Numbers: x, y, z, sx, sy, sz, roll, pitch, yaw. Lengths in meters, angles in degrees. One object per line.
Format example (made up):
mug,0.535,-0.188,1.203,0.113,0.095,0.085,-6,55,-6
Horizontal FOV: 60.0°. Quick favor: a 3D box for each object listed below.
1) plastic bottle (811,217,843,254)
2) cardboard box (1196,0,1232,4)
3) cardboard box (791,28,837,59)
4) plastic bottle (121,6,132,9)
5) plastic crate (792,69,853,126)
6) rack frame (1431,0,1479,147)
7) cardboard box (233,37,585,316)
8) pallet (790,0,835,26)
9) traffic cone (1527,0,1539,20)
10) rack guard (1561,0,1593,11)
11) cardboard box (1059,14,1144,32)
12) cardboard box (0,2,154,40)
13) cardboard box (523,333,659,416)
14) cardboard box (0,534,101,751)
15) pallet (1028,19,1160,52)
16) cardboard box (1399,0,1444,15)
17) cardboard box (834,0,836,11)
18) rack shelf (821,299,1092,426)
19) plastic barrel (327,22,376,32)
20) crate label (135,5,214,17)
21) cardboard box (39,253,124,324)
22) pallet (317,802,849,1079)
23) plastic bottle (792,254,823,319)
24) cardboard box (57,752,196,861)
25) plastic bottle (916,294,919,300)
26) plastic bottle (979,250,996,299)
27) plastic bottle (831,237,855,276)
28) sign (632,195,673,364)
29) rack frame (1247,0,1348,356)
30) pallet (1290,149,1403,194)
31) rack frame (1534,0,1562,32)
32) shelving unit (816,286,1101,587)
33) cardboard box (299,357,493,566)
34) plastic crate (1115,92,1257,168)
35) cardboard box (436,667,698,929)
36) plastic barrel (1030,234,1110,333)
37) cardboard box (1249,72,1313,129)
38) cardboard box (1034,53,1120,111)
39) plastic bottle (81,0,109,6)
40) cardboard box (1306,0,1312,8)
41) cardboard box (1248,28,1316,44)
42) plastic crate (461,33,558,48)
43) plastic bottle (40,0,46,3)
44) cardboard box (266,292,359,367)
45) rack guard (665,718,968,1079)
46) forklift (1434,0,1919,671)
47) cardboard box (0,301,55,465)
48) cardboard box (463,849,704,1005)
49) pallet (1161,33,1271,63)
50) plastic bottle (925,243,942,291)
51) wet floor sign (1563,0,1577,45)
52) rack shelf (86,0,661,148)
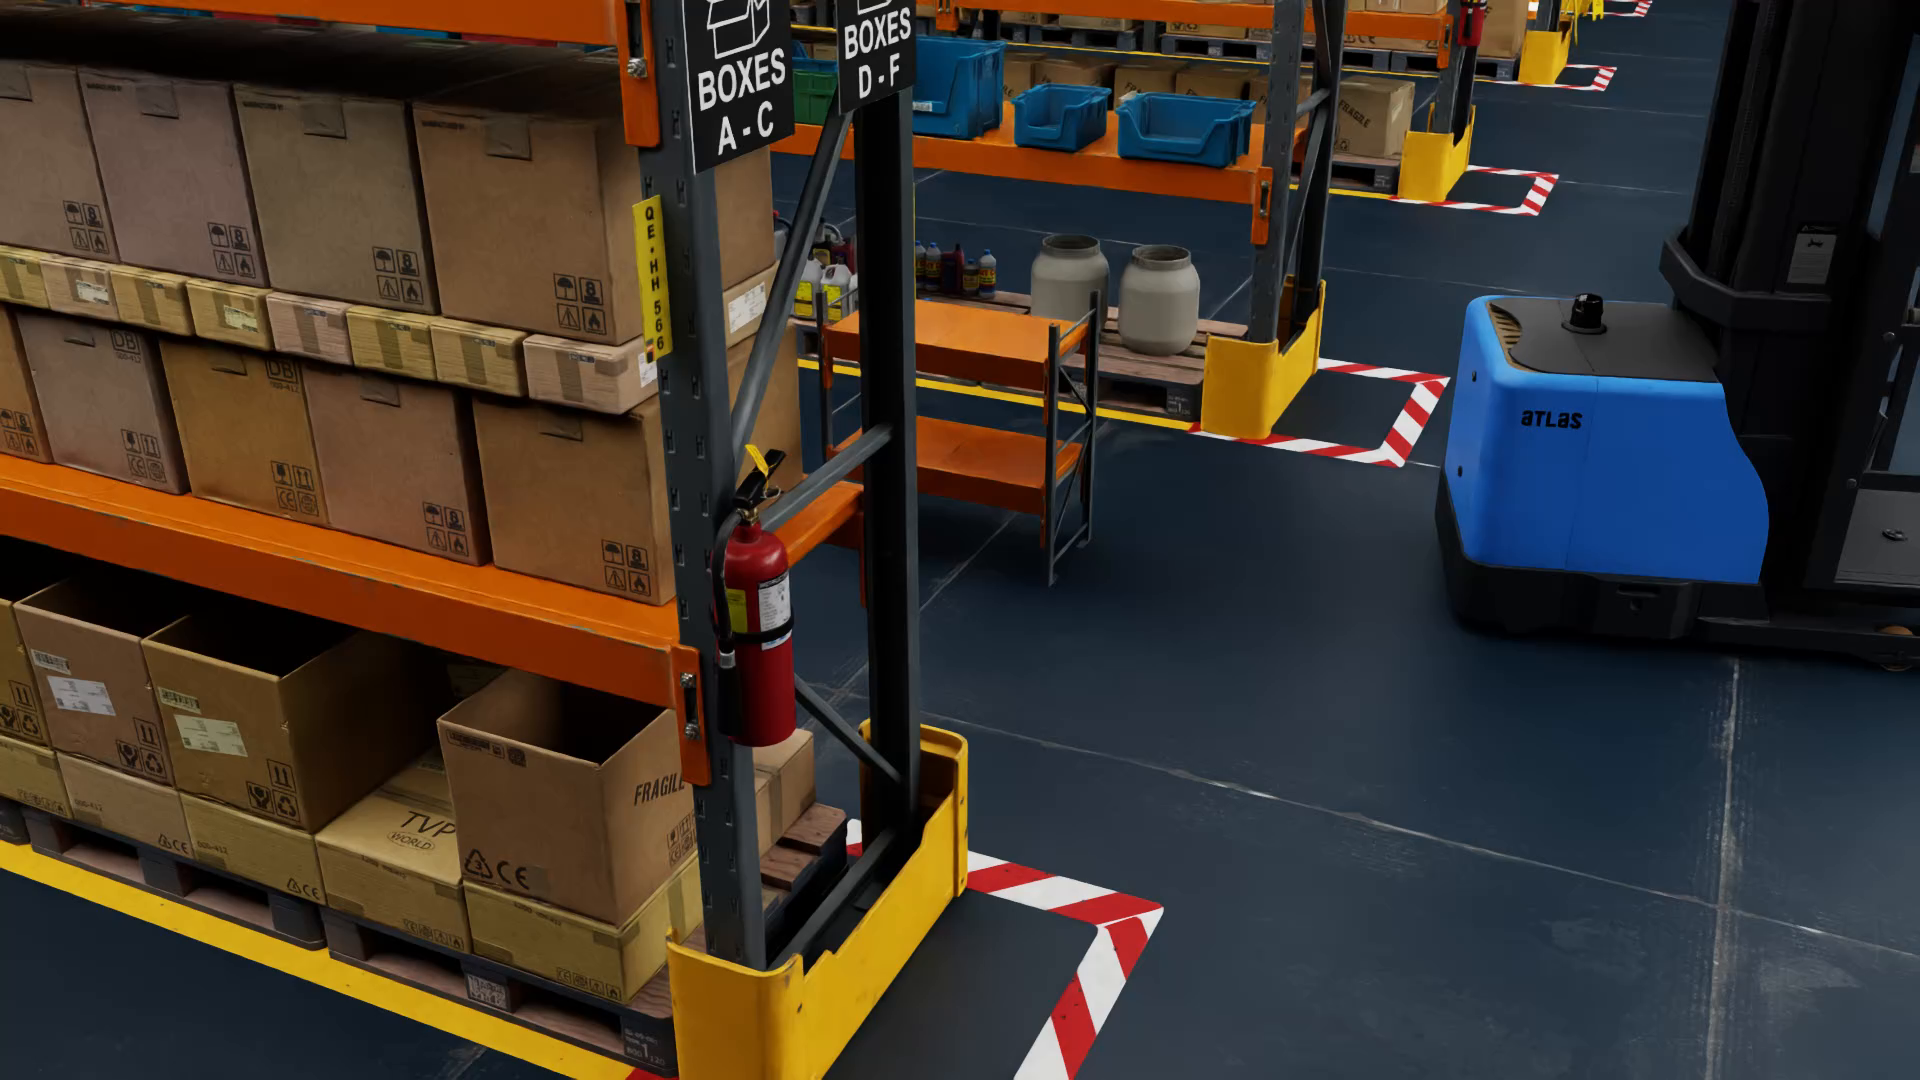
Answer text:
plastic bottle,-0.789,-1.747,9.903,0.185,0.351,0.144,11,28,21
cardboard box,1.974,-4.183,12.634,0.250,0.149,0.380,11,28,22
cardboard box,-1.399,-4.219,14.756,0.500,0.500,0.700,9,28,17
plastic bottle,-5.865,-3.719,11.548,0.135,0.276,0.152,11,28,22
plastic crate,-0.844,-2.377,8.922,0.662,0.188,0.450,11,28,22
rack frame,3.728,-4.094,12.170,0.127,3.000,1.000,11,28,22
cardboard box,-1.325,-0.933,4.166,0.500,0.500,0.700,11,28,20
pallet,-2.120,-6.425,20.061,1.213,0.211,1.003,11,28,22
traffic cone,6.905,-6.501,19.930,0.334,0.463,0.336,11,28,22
rack guard,7.761,-6.971,20.843,0.348,0.500,1.175,11,28,22
cardboard box,1.630,-6.058,18.230,0.750,0.750,1.050,11,28,22
cardboard box,-2.694,-1.208,4.725,0.500,0.500,0.700,11,28,22
cardboard box,-0.803,-0.441,3.902,0.250,0.149,0.380,11,28,21
cardboard box,-2.814,0.259,5.116,0.500,0.500,0.500,11,28,22
pallet,1.498,-5.661,18.509,1.213,0.211,1.003,11,28,22
cardboard box,3.383,-3.951,12.162,0.250,0.149,0.380,11,28,22
cardboard box,-0.892,-6.564,19.258,0.750,0.750,1.050,11,28,21
rack shelf,-0.006,-0.768,6.875,1.000,0.278,0.538,11,28,22
plastic barrel,-3.805,-3.371,10.548,0.433,0.535,0.433,0,26,0
crate label,-4.812,-3.291,10.498,0.616,0.435,0.502,11,28,22
cardboard box,-2.215,-0.723,4.476,0.250,0.149,0.380,11,28,21
pallet,-1.089,1.016,4.946,1.213,0.211,1.003,11,28,22
plastic bottle,-0.841,-1.416,9.231,0.185,0.351,0.144,11,28,21
cardboard box,-2.357,0.685,5.100,0.500,0.250,0.500,11,28,22
plastic bottle,-0.289,-1.255,8.980,0.133,0.283,0.061,12,29,23
plastic bottle,0.156,-1.533,9.558,0.097,0.271,0.097,0,26,0
plastic bottle,-0.686,-1.642,9.767,0.133,0.283,0.061,11,28,22
sign,-0.613,-0.522,3.335,0.005,0.325,0.100,11,28,22
rack frame,1.678,-2.103,8.125,0.127,3.000,1.000,11,28,22
pallet,2.934,-3.020,13.144,1.213,0.211,1.003,11,28,22
rack frame,5.873,-6.070,16.183,0.127,3.000,1.000,11,28,22
shelving unit,-0.006,-0.506,7.004,1.048,1.125,0.538,11,28,22
cardboard box,-1.276,-0.341,4.434,0.500,0.500,0.700,12,29,23
plastic crate,1.098,-2.007,8.099,0.616,0.251,0.499,11,28,22
cardboard box,-0.987,0.619,4.386,0.500,0.500,0.500,11,28,22
plastic barrel,0.591,-1.356,8.950,0.421,0.512,0.421,0,26,0
cardboard box,2.608,-3.377,13.069,0.500,0.500,0.500,20,33,35
cardboard box,0.959,-3.702,13.727,0.500,0.500,0.500,22,34,38
plastic bottle,-5.928,-3.658,11.423,0.135,0.276,0.152,11,28,22
cardboard box,2.686,-4.073,12.412,0.250,0.149,0.380,11,28,22
cardboard box,3.598,-5.730,17.423,0.875,0.875,0.875,12,28,22
plastic crate,-2.531,-2.828,9.526,0.583,0.464,0.402,11,28,22
plastic bottle,-6.501,-3.826,11.851,0.097,0.201,0.097,0,26,0
cardboard box,-1.502,-0.582,4.188,0.250,0.149,0.380,12,29,22
rack guard,-0.354,1.014,4.624,0.348,0.500,1.175,11,28,22
forklift,3.508,-1.061,6.087,3.031,2.935,1.130,4,27,8
cardboard box,-2.673,-0.622,5.004,0.500,0.500,0.700,12,29,23
cardboard box,-0.986,0.954,4.553,0.500,0.250,0.500,11,28,22
pallet,2.892,-5.380,17.938,1.213,0.211,1.003,11,28,22
plastic bottle,-0.156,-1.595,9.685,0.097,0.271,0.097,0,26,0
wet floor sign,6.719,-5.805,18.309,0.232,0.644,0.267,6,27,13
rack shelf,-2.196,-1.500,4.320,4.000,0.370,1.077,11,28,22
